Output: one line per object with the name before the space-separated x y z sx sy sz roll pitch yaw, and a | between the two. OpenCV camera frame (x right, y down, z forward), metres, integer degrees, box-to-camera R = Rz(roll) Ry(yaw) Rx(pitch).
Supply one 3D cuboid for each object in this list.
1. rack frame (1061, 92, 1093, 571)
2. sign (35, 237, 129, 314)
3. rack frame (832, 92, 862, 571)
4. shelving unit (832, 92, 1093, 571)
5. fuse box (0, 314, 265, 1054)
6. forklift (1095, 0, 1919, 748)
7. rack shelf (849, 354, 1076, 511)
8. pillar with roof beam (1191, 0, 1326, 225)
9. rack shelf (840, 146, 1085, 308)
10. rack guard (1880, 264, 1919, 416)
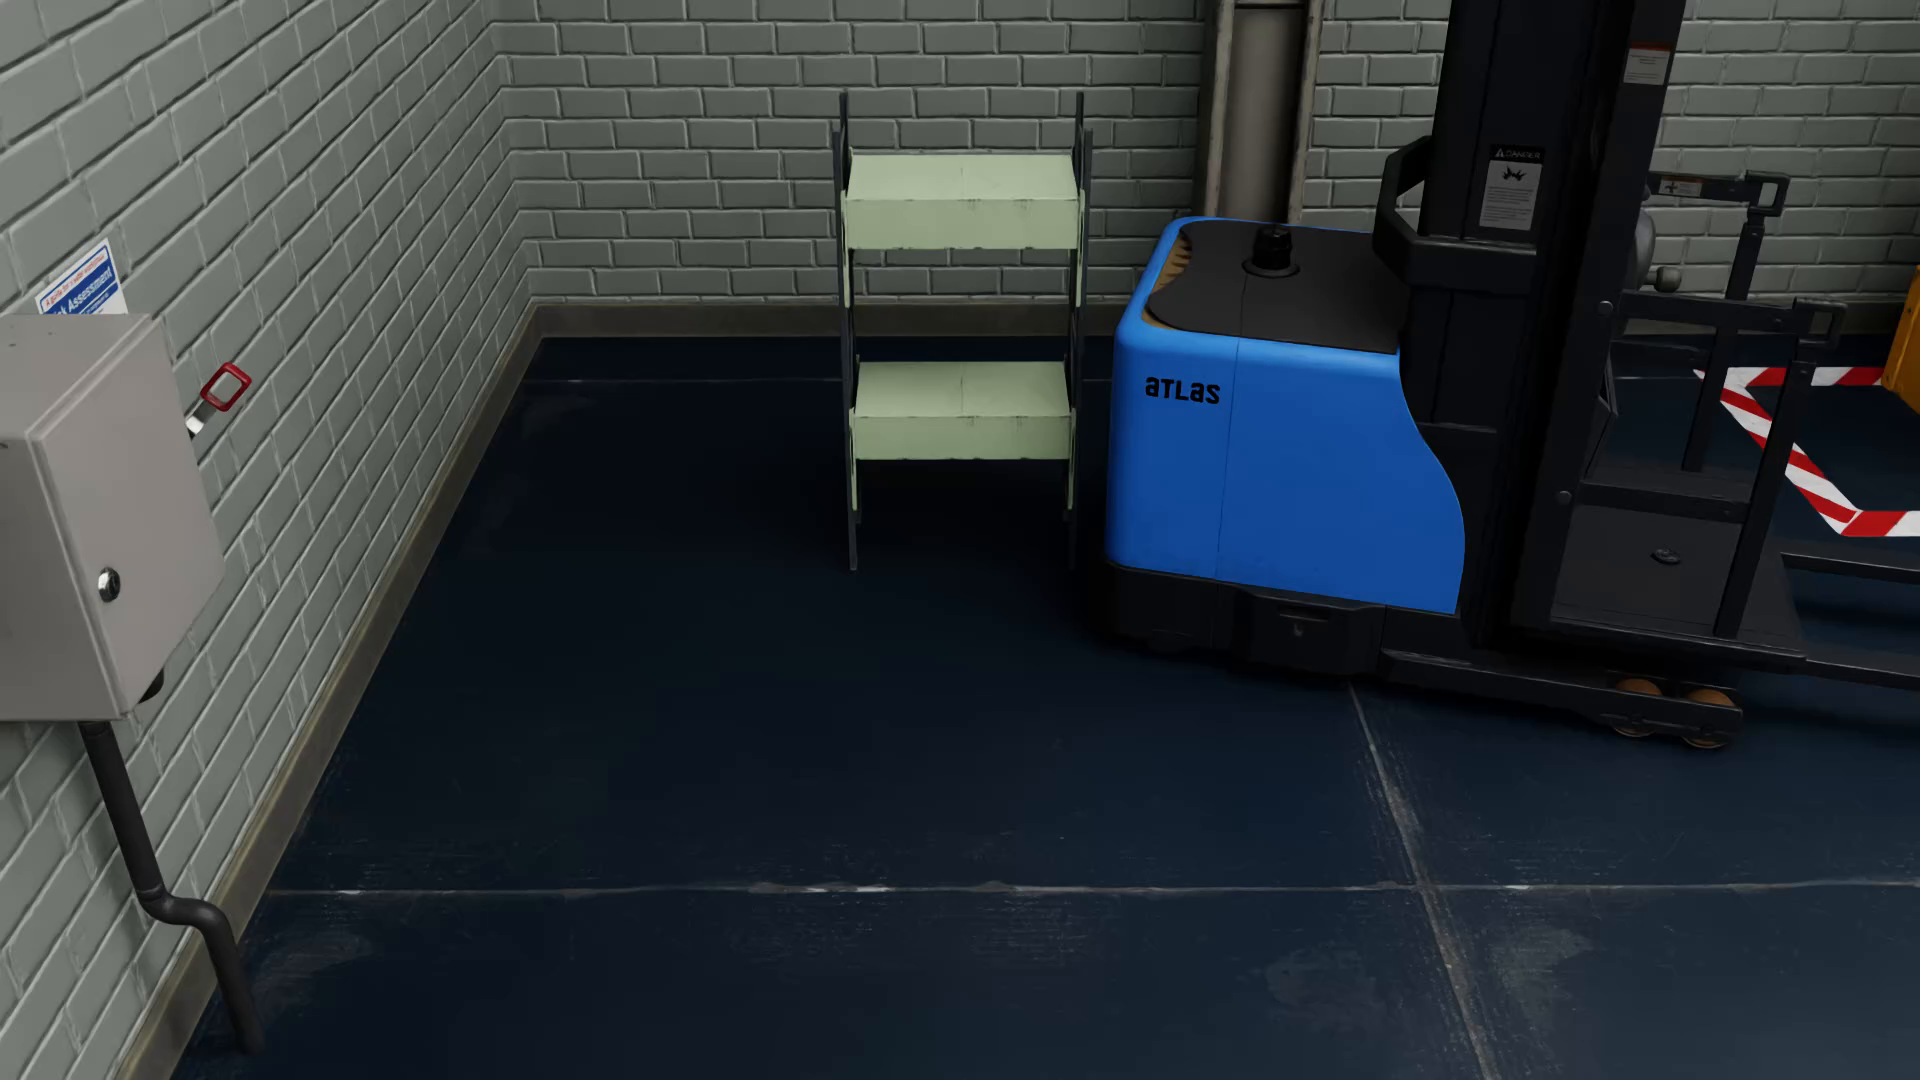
rack frame | 0.373 -0.642 5.363 0.023 1.500 0.400 0 31 0
sign | -1.814 -0.349 3.525 0.001 0.494 0.329 0 31 0
rack frame | -0.359 -0.640 5.359 0.023 1.500 0.400 0 31 0
shelving unit | 0.007 -0.641 5.361 0.755 1.500 0.431 0 31 0
fuse box | -1.604 0.417 3.414 0.414 1.711 0.539 0 31 0
forklift | 2.000 -0.964 4.513 3.031 2.935 1.130 8 32 13
rack shelf | 0.007 -0.363 5.530 0.720 0.370 0.431 0 31 0
pillar with roof beam | 1.192 -2.439 1.095 0.400 9.000 9.100 0 31 0
rack shelf | 0.007 -0.975 5.159 0.720 0.370 0.431 0 31 0
rack guard | 3.944 -0.580 6.224 0.348 0.500 1.175 0 31 0
